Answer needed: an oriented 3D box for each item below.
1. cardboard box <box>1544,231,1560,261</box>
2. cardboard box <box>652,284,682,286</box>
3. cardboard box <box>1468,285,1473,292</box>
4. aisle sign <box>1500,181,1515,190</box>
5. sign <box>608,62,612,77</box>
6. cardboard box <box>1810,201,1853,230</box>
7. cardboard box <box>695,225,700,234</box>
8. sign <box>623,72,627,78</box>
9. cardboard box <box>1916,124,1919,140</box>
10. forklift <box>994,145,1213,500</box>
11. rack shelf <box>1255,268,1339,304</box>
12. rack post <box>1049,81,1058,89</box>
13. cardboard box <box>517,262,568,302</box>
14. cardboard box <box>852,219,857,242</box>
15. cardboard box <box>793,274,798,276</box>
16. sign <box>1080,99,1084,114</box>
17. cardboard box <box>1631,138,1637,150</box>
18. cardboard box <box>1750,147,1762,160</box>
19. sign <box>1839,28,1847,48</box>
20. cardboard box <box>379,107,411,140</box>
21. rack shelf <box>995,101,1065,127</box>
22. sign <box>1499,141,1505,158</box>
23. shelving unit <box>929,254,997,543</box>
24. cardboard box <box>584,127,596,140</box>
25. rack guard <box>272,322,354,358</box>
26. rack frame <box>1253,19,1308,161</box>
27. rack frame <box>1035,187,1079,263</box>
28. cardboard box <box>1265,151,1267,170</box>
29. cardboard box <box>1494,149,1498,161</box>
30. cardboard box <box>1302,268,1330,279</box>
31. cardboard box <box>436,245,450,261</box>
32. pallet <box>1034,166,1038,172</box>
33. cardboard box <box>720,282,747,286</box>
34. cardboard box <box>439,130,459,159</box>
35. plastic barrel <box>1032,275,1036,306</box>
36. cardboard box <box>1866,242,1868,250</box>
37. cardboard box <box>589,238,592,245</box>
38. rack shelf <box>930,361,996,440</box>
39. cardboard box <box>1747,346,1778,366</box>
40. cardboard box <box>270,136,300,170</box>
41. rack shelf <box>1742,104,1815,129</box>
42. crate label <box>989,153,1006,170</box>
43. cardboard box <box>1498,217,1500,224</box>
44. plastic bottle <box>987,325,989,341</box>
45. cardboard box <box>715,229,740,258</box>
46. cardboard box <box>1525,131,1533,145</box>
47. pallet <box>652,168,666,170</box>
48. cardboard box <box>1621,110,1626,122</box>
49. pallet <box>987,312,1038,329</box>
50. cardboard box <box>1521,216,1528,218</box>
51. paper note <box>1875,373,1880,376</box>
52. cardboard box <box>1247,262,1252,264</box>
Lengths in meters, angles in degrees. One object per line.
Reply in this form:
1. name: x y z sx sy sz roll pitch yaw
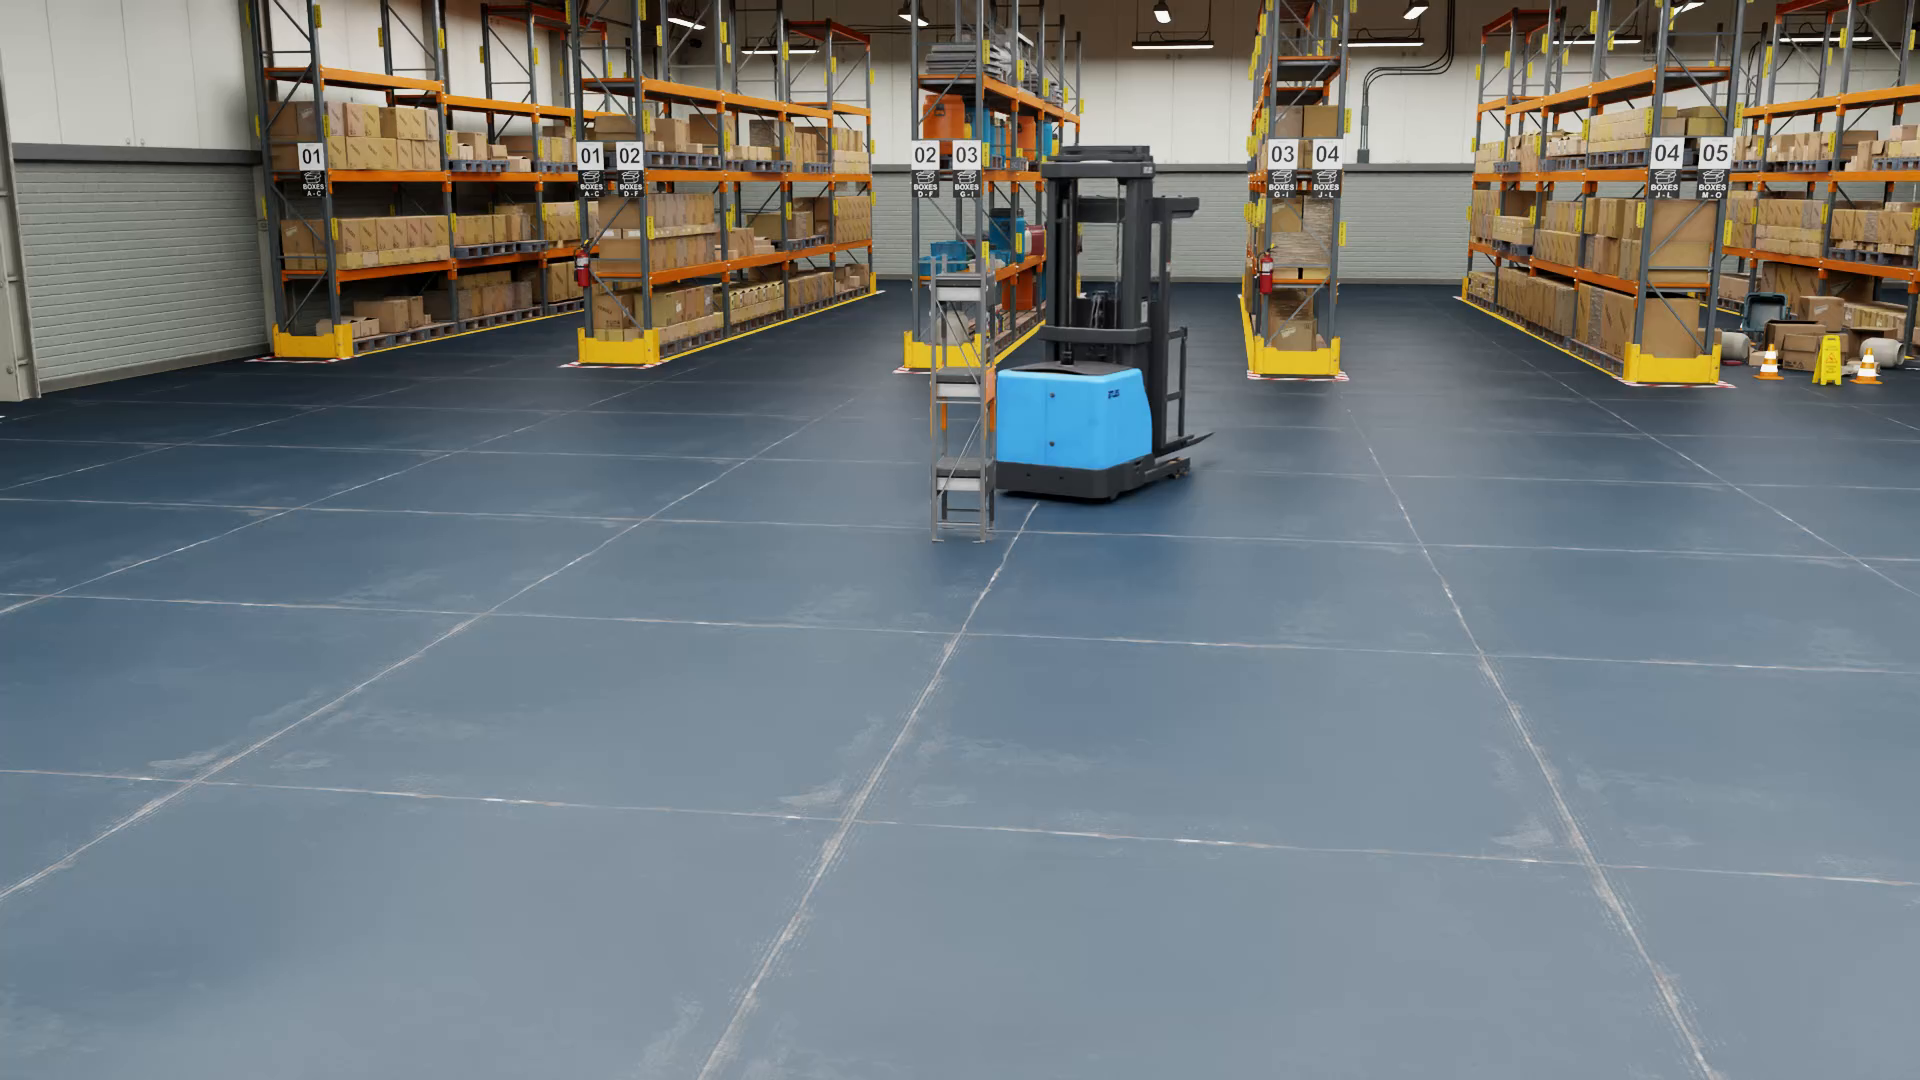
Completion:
1. cardboard box: 10.338 -5.040 28.521 0.500 0.500 0.500 2 12 9
2. cardboard box: -4.911 -3.994 27.657 0.500 0.500 0.500 2 12 9
3. cardboard box: 11.661 -5.665 37.429 0.380 0.149 0.250 2 12 10
4. aisle sign: 12.365 -8.228 37.382 0.394 0.787 0.004 2 12 9
5. sign: -7.588 -10.195 36.036 0.100 0.325 0.005 2 12 9
6. cardboard box: 15.555 -5.801 29.680 0.500 0.500 0.500 2 12 7
7. cardboard box: -4.450 -5.048 27.020 0.380 0.149 0.250 2 12 8
8. sign: -8.058 -11.101 40.051 0.100 0.325 0.005 2 12 9
9. cardboard box: 15.082 -6.282 25.575 0.500 0.250 0.500 2 12 10
10. forklift: 1.455 -2.029 14.949 1.130 2.935 3.031 7 14 29
11. rack shelf: 5.019 -3.868 25.027 1.077 0.370 4.000 2 12 9
12. rack post: 1.503 -9.183 33.922 0.937 0.300 0.954 2 12 8
13. cardboard box: -8.499 -5.253 33.854 0.750 0.750 0.750 2 12 8
14. cardboard box: -2.652 -7.085 38.013 0.500 0.500 0.500 2 12 8
15. cardboard box: -3.701 -5.308 34.891 0.500 0.500 0.500 2 12 9
16. sign: 2.824 -10.054 38.554 0.100 0.325 0.005 2 12 9
17. cardboard box: 9.392 -5.405 22.695 0.380 0.149 0.250 2 12 9
18. cardboard box: 16.131 -7.778 33.429 0.396 0.266 0.258 2 12 10
19. sign: 15.185 -8.631 28.590 0.100 0.325 0.005 2 12 9
20. cardboard box: -9.309 -6.794 27.121 0.500 0.500 0.500 1 12 7
21. rack shelf: 1.356 -8.430 32.909 1.077 0.370 4.000 2 12 9
22. sign: 10.905 -7.854 33.471 0.100 0.325 0.005 2 12 9
23. shelving unit: 0.025 -1.061 12.432 0.431 2.100 0.503 2 12 9
24. cardboard box: -8.249 -8.949 37.120 0.500 0.500 0.500 2 12 8
25. rack guard: -9.960 -3.078 25.590 1.175 0.500 0.348 2 12 9
26. rack frame: 6.557 -9.234 33.978 1.000 3.000 0.127 2 12 9
27. rack frame: 2.278 -7.294 39.219 1.000 3.000 0.127 2 12 9
28. cardboard box: 4.609 -5.408 23.706 0.500 0.250 0.500 2 12 9
29. cardboard box: 11.354 -7.969 34.399 0.500 0.250 0.500 1 12 6
30. cardboard box: 4.991 -3.732 23.285 0.380 0.149 0.250 2 12 9
31. cardboard box: -9.130 -4.945 28.628 0.500 0.250 0.500 2 12 9
32. pallet: 1.468 -7.433 33.191 1.003 0.211 1.213 2 12 9
33. cardboard box: -4.289 -4.716 31.456 0.500 0.311 0.500 2 12 7
34. cardboard box: -9.193 -6.949 29.262 0.500 0.500 0.500 4 13 17
35. plastic barrel: 1.280 -4.993 33.267 0.600 0.588 0.708 2 12 9
36. cardboard box: 15.309 -4.885 27.642 0.380 0.149 0.250 2 12 11
37. cardboard box: -8.084 -6.378 35.519 0.380 0.149 0.250 2 12 9
38. rack shelf: 0.025 -1.048 12.435 0.431 0.518 0.480 2 12 9
39. cardboard box: 11.768 -2.700 24.390 0.396 0.266 0.258 4 13 18
40. cardboard box: -10.158 -5.904 25.366 0.500 0.500 0.500 3 12 13
41. rack shelf: 16.657 -8.782 34.538 1.077 0.370 4.000 2 12 9
42. crate label: 0.432 -5.736 25.222 0.502 0.251 0.408 2 12 9
43. cardboard box: 10.849 -6.314 32.858 0.380 0.149 0.250 2 12 9
44. plastic bottle: 0.404 -3.212 25.709 0.097 0.271 0.097 0 12 0
45. cardboard box: -4.246 -5.275 29.614 0.500 0.500 0.500 3 12 13
46. cardboard box: 10.810 -7.537 31.171 0.396 0.266 0.258 2 12 9
47. pallet: -7.615 -8.883 39.683 1.003 0.211 1.213 2 12 9
48. cardboard box: 9.509 -5.954 23.352 0.380 0.149 0.250 2 12 8
49. pallet: 0.890 -4.106 31.043 1.003 0.211 1.213 2 12 9
50. cardboard box: 11.768 -6.408 34.166 0.500 0.500 0.500 2 12 8
51. paper note: 12.682 -2.292 23.054 0.148 0.019 0.142 -2 12 -11
52. cardboard box: 6.213 -4.963 32.450 1.225 0.875 0.875 2 12 9
